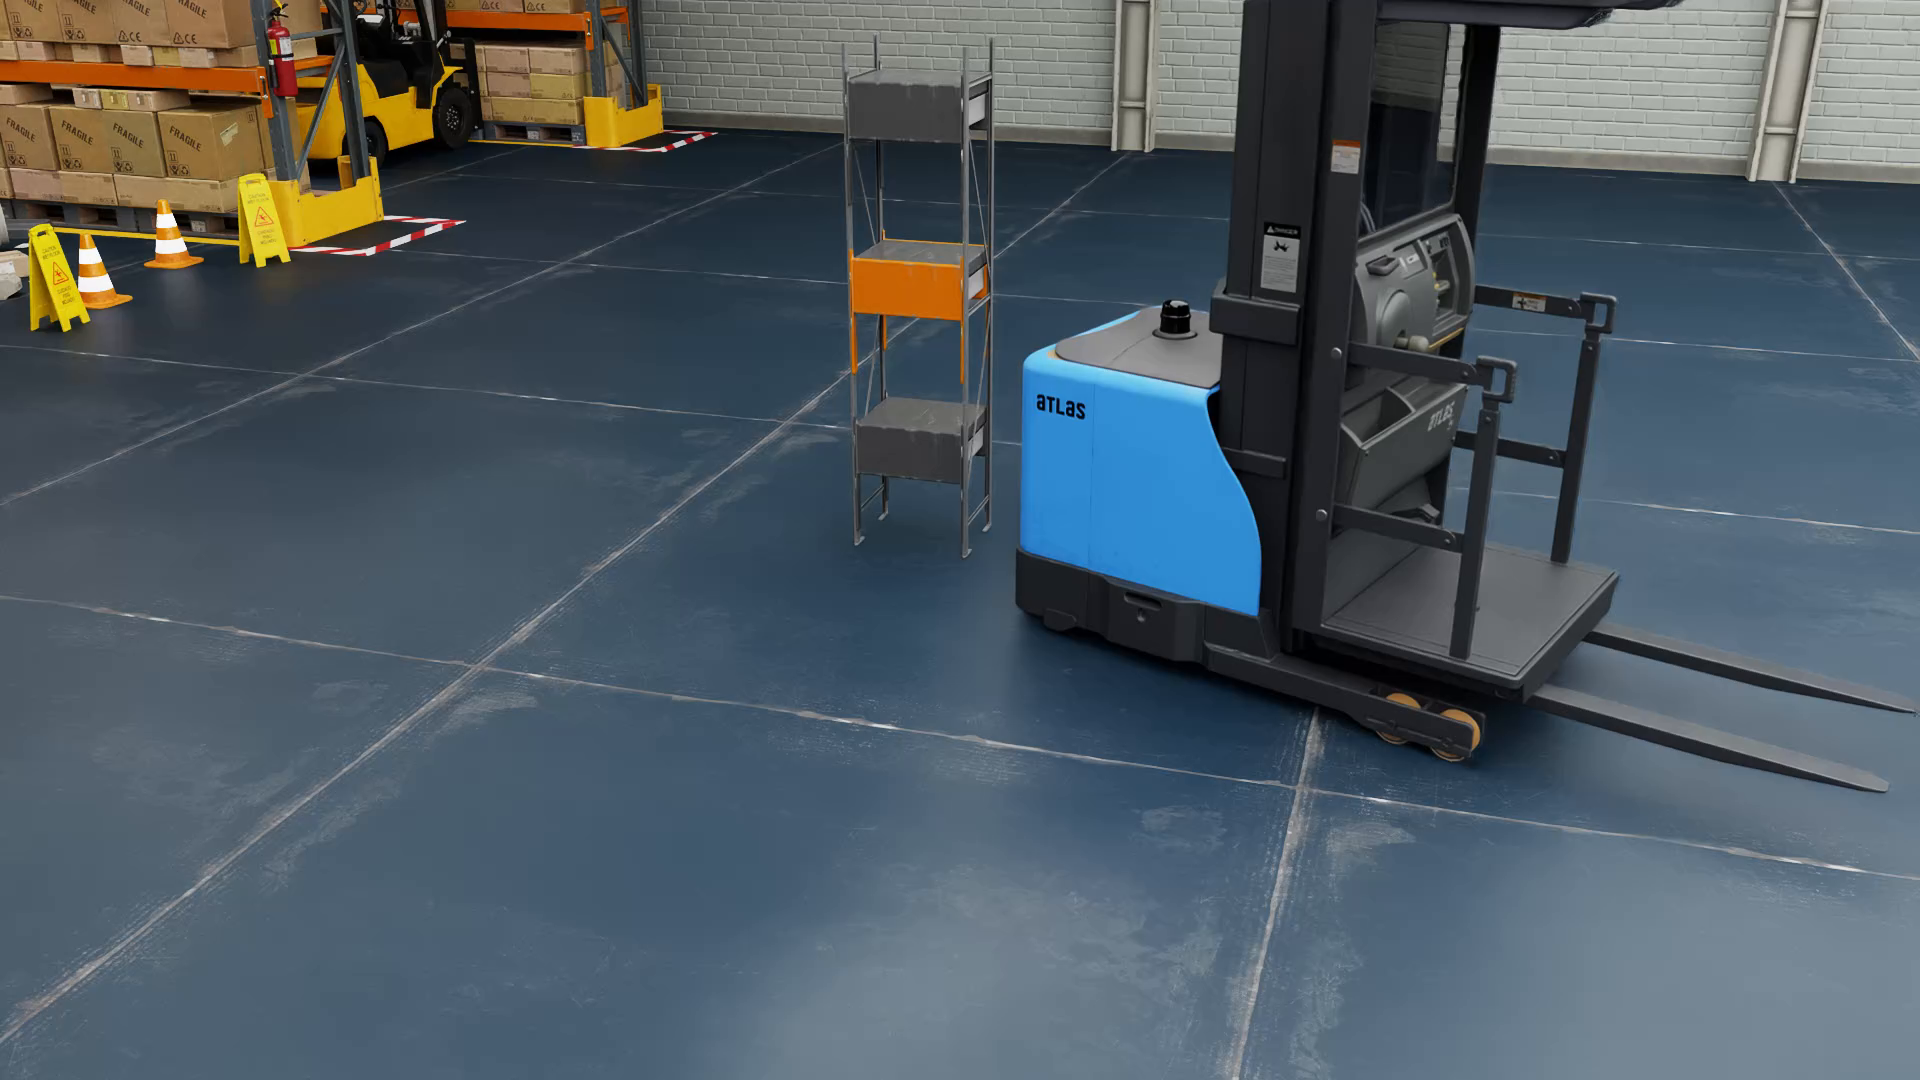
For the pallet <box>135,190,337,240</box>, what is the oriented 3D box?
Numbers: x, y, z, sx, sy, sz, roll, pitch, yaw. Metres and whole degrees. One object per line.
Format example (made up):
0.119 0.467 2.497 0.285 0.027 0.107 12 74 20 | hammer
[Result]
-5.837 -2.666 13.490 1.213 0.211 1.003 7 23 16 | pallet

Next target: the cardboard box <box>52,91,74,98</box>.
-7.206 -3.475 13.871 0.500 0.500 0.500 8 24 18 | cardboard box

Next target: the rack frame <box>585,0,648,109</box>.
-3.566 -5.649 17.090 0.127 3.000 1.000 7 23 16 | rack frame

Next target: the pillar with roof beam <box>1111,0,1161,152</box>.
0.528 -6.607 11.519 0.400 9.000 9.100 7 23 16 | pillar with roof beam

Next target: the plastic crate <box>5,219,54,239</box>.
-7.560 -2.463 13.169 0.583 0.080 0.402 -1 22 -3 | plastic crate

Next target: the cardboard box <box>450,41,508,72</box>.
-5.074 -5.077 17.446 0.500 0.250 0.500 7 23 16 | cardboard box

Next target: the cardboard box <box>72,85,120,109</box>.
-6.701 -3.482 13.033 0.250 0.149 0.380 8 23 18 | cardboard box

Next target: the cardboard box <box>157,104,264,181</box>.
-5.839 -3.108 12.975 0.500 0.500 0.500 7 23 16 | cardboard box

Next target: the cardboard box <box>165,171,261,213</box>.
-5.871 -2.761 13.118 0.500 0.250 0.500 6 23 15 | cardboard box

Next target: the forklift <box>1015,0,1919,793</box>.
1.702 -0.854 5.490 3.031 2.935 1.130 16 27 33 | forklift

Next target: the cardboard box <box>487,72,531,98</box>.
-4.599 -4.801 17.434 0.500 0.250 0.500 6 23 15 | cardboard box

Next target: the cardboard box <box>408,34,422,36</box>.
-5.899 -5.378 18.182 0.500 0.250 0.500 7 23 16 | cardboard box

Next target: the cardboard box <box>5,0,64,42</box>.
-7.031 -4.164 12.945 0.500 0.500 0.500 7 23 16 | cardboard box

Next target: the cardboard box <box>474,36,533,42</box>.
-4.927 -5.268 17.912 0.500 0.250 0.500 6 23 15 | cardboard box

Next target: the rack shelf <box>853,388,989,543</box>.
-0.158 -0.329 7.187 0.480 0.518 0.431 7 23 16 | rack shelf

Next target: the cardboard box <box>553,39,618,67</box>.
-3.972 -5.155 17.638 0.500 0.250 0.500 6 23 15 | cardboard box

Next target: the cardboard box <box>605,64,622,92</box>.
-3.956 -4.930 17.747 0.500 0.250 0.500 7 23 16 | cardboard box

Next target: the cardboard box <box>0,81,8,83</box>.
-7.744 -3.599 13.319 0.250 0.149 0.380 7 23 18 | cardboard box

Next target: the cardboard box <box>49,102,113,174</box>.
-6.820 -3.221 13.253 0.500 0.500 0.500 6 23 14 | cardboard box

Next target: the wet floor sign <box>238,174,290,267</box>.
-5.124 -2.347 12.140 0.232 0.644 0.267 16 27 34 | wet floor sign

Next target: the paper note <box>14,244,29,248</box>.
-7.153 -2.269 12.761 0.148 0.019 0.142 -1 22 -3 | paper note

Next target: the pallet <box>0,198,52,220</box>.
-8.173 -2.933 14.142 1.213 0.211 1.003 7 23 16 | pallet

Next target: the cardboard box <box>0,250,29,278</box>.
-6.834 -1.936 11.794 0.380 0.149 0.250 -20 29 -39 | cardboard box

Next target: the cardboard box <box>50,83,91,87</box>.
-10.004 -5.480 19.252 0.625 0.625 0.875 7 23 17 | cardboard box

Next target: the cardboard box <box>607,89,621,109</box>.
-3.980 -4.696 17.836 0.500 0.250 0.500 7 23 16 | cardboard box

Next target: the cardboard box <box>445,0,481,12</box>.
-5.098 -5.770 17.253 0.500 0.500 0.500 6 23 14 | cardboard box

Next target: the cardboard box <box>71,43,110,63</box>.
-6.661 -3.807 12.930 0.250 0.149 0.380 6 23 15 | cardboard box

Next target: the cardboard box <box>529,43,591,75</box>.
-4.097 -4.971 17.189 0.500 0.250 0.500 7 23 17 | cardboard box

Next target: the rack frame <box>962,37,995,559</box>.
0.075 -0.963 6.851 0.015 2.100 0.400 7 23 16 | rack frame

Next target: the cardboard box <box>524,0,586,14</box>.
-4.113 -5.654 16.970 0.500 0.500 0.500 6 23 14 | cardboard box

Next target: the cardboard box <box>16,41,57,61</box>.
-7.146 -3.856 13.048 0.250 0.149 0.380 6 23 15 | cardboard box

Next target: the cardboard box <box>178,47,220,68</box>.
-5.691 -3.680 12.620 0.250 0.149 0.380 6 23 15 | cardboard box

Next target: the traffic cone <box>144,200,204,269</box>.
-5.781 -2.250 12.146 0.334 0.463 0.336 7 23 16 | traffic cone

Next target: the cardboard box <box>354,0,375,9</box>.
-6.058 -5.884 17.531 0.500 0.500 0.500 6 23 15 | cardboard box

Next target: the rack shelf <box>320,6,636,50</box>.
-5.481 -5.536 17.761 4.000 0.370 1.077 7 23 16 | rack shelf

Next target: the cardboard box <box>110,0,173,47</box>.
-6.074 -4.045 12.656 0.500 0.500 0.500 7 23 16 | cardboard box

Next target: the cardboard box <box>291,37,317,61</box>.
-5.262 -3.842 13.014 0.250 0.149 0.380 7 23 16 | cardboard box

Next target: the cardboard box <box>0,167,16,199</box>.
-7.825 -2.989 13.674 0.500 0.250 0.500 8 24 19 | cardboard box

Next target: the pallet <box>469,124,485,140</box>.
-5.475 -4.562 18.114 1.213 0.211 1.003 7 23 15 | pallet

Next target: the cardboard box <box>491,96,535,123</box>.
-4.581 -4.566 17.519 0.500 0.250 0.500 7 23 15 | cardboard box

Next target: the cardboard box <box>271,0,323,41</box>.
-5.370 -4.182 12.989 0.500 0.500 0.500 6 23 15 | cardboard box

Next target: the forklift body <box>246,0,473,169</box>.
-5.909 -4.802 16.142 1.214 2.155 2.313 7 23 16 | forklift body

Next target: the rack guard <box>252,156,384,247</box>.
-5.069 -2.697 13.187 0.348 0.500 1.175 7 23 16 | rack guard

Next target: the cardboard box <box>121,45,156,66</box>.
-6.185 -3.733 12.749 0.250 0.149 0.380 7 23 16 | cardboard box

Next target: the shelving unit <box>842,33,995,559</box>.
-0.158 -0.990 6.916 0.503 2.100 0.431 7 23 16 | shelving unit

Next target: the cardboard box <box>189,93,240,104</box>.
-6.214 -3.362 13.594 0.500 0.500 0.500 6 23 14 | cardboard box

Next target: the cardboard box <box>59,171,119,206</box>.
-6.844 -2.873 13.392 0.500 0.250 0.500 6 23 14 | cardboard box

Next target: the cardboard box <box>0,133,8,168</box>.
-7.823 -3.336 13.532 0.500 0.500 0.500 8 23 18 | cardboard box

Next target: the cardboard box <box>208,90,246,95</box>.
-7.898 -5.237 18.659 0.625 0.625 0.875 8 24 18 | cardboard box

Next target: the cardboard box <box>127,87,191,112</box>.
-6.210 -3.424 12.891 0.250 0.149 0.380 7 23 17 | cardboard box
